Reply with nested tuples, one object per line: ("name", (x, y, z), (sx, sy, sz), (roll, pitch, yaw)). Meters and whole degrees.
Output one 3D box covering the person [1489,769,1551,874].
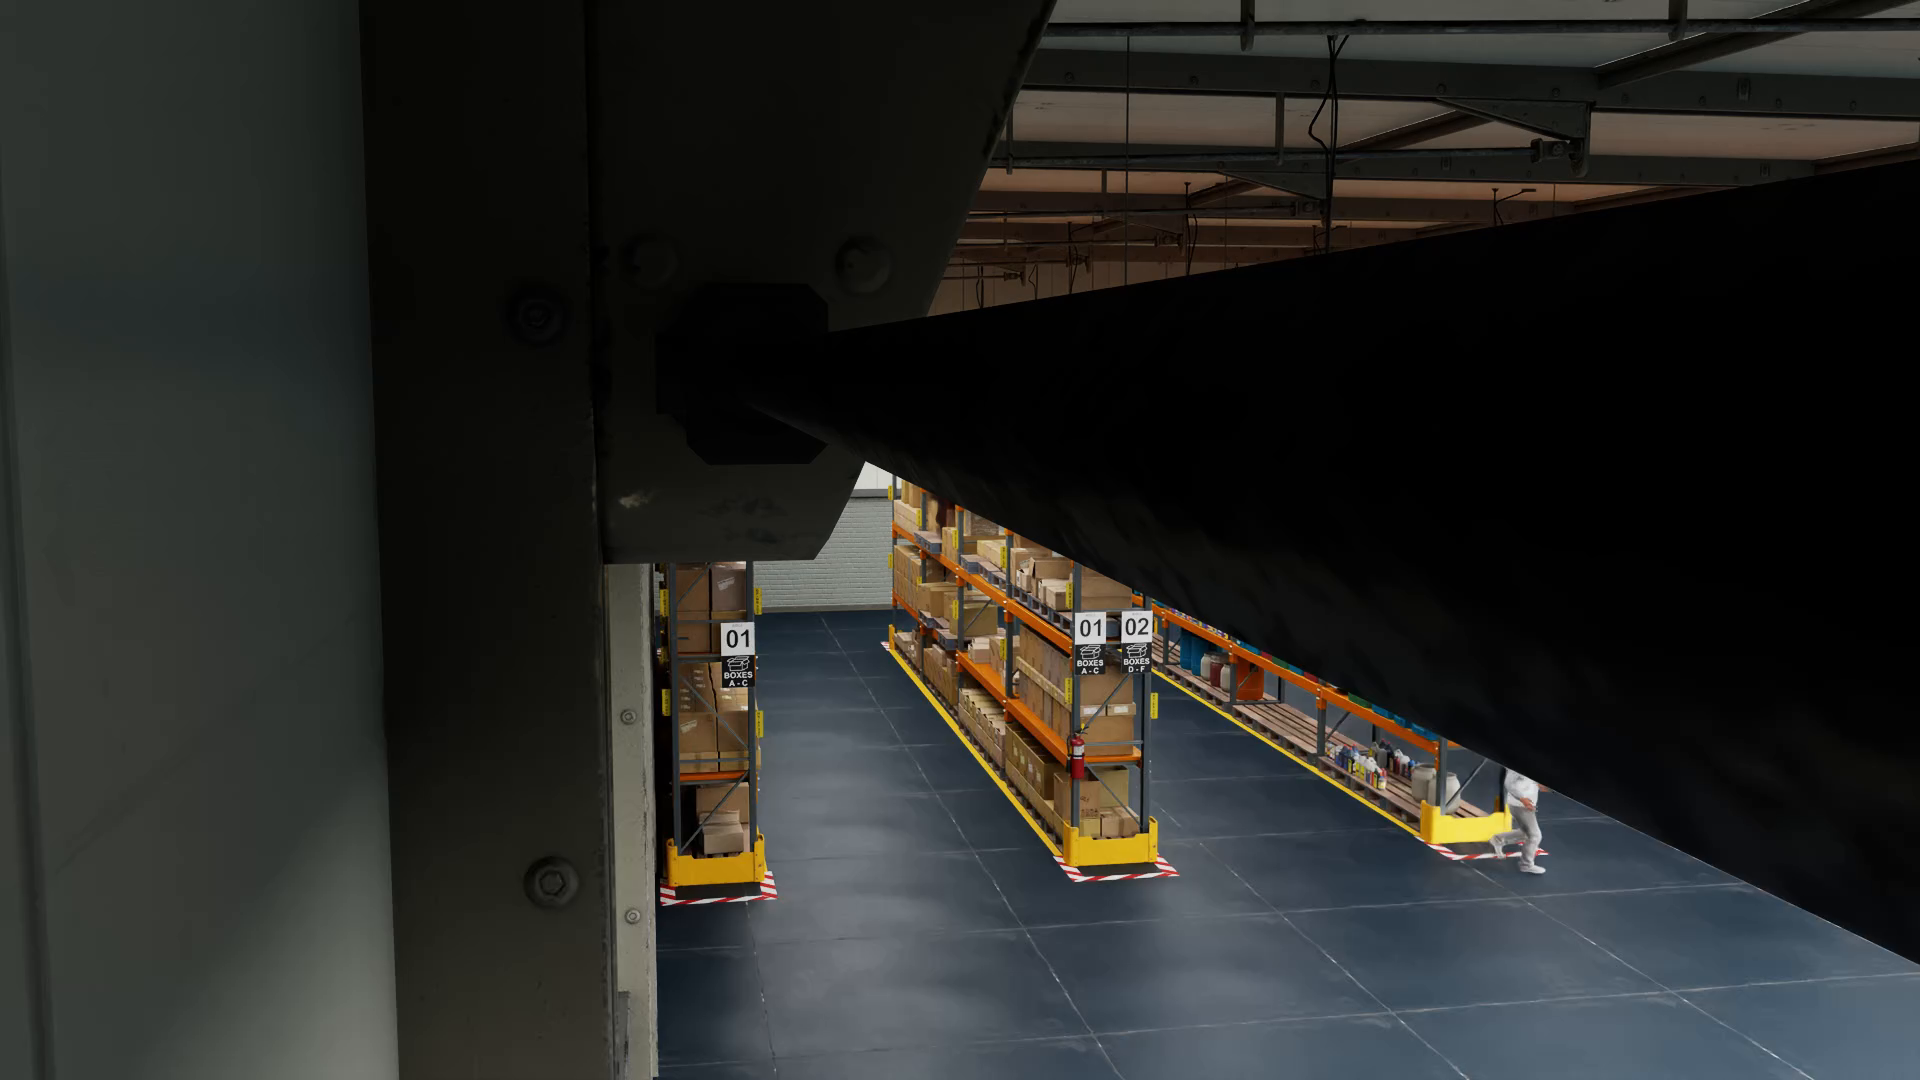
("person", (6.917, 3.246, 20.571), (0.716, 1.737, 0.658), (3, 7, 26))
